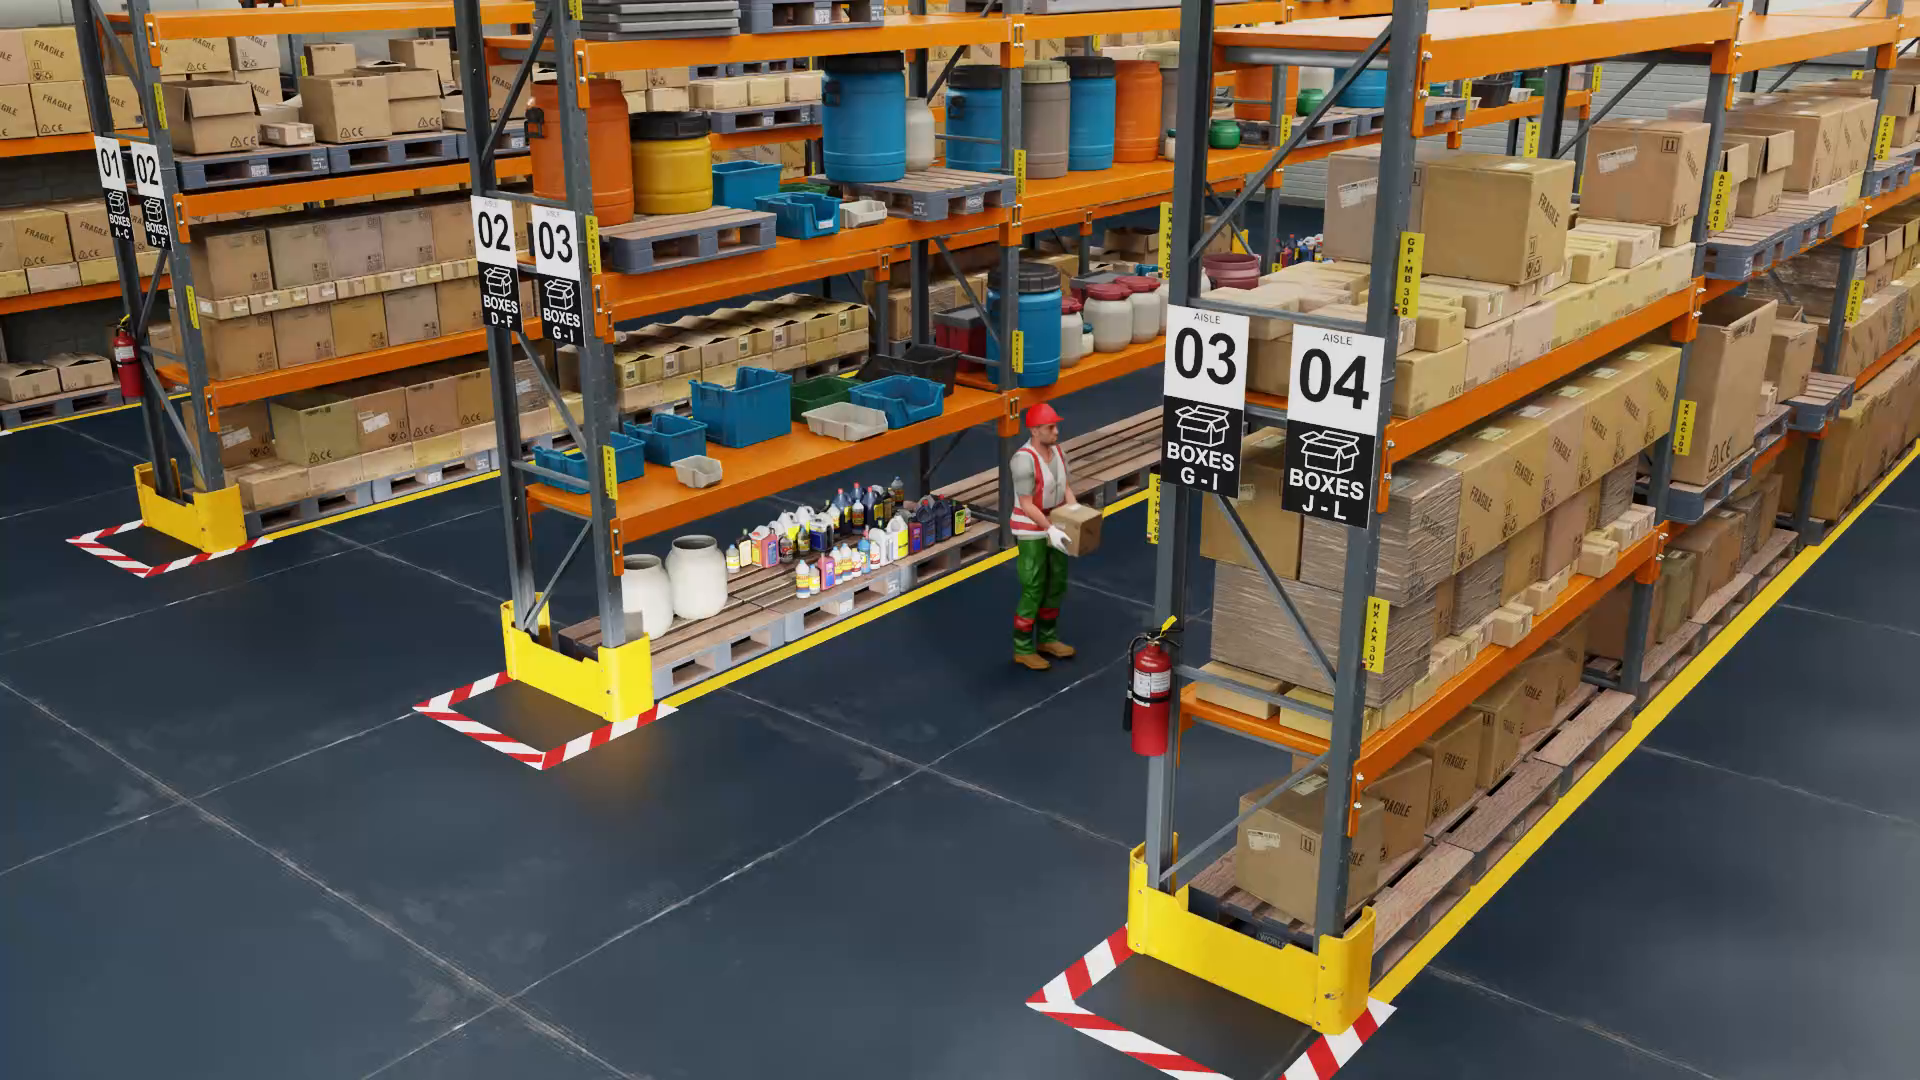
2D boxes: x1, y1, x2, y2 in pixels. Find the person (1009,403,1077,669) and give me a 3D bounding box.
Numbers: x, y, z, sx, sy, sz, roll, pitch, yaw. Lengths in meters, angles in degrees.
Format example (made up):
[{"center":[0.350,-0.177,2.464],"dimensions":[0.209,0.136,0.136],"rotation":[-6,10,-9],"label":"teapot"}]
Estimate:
[{"center":[0.615,-0.026,11.103],"dimensions":[0.529,1.794,0.524],"rotation":[15,25,36],"label":"person"}]
